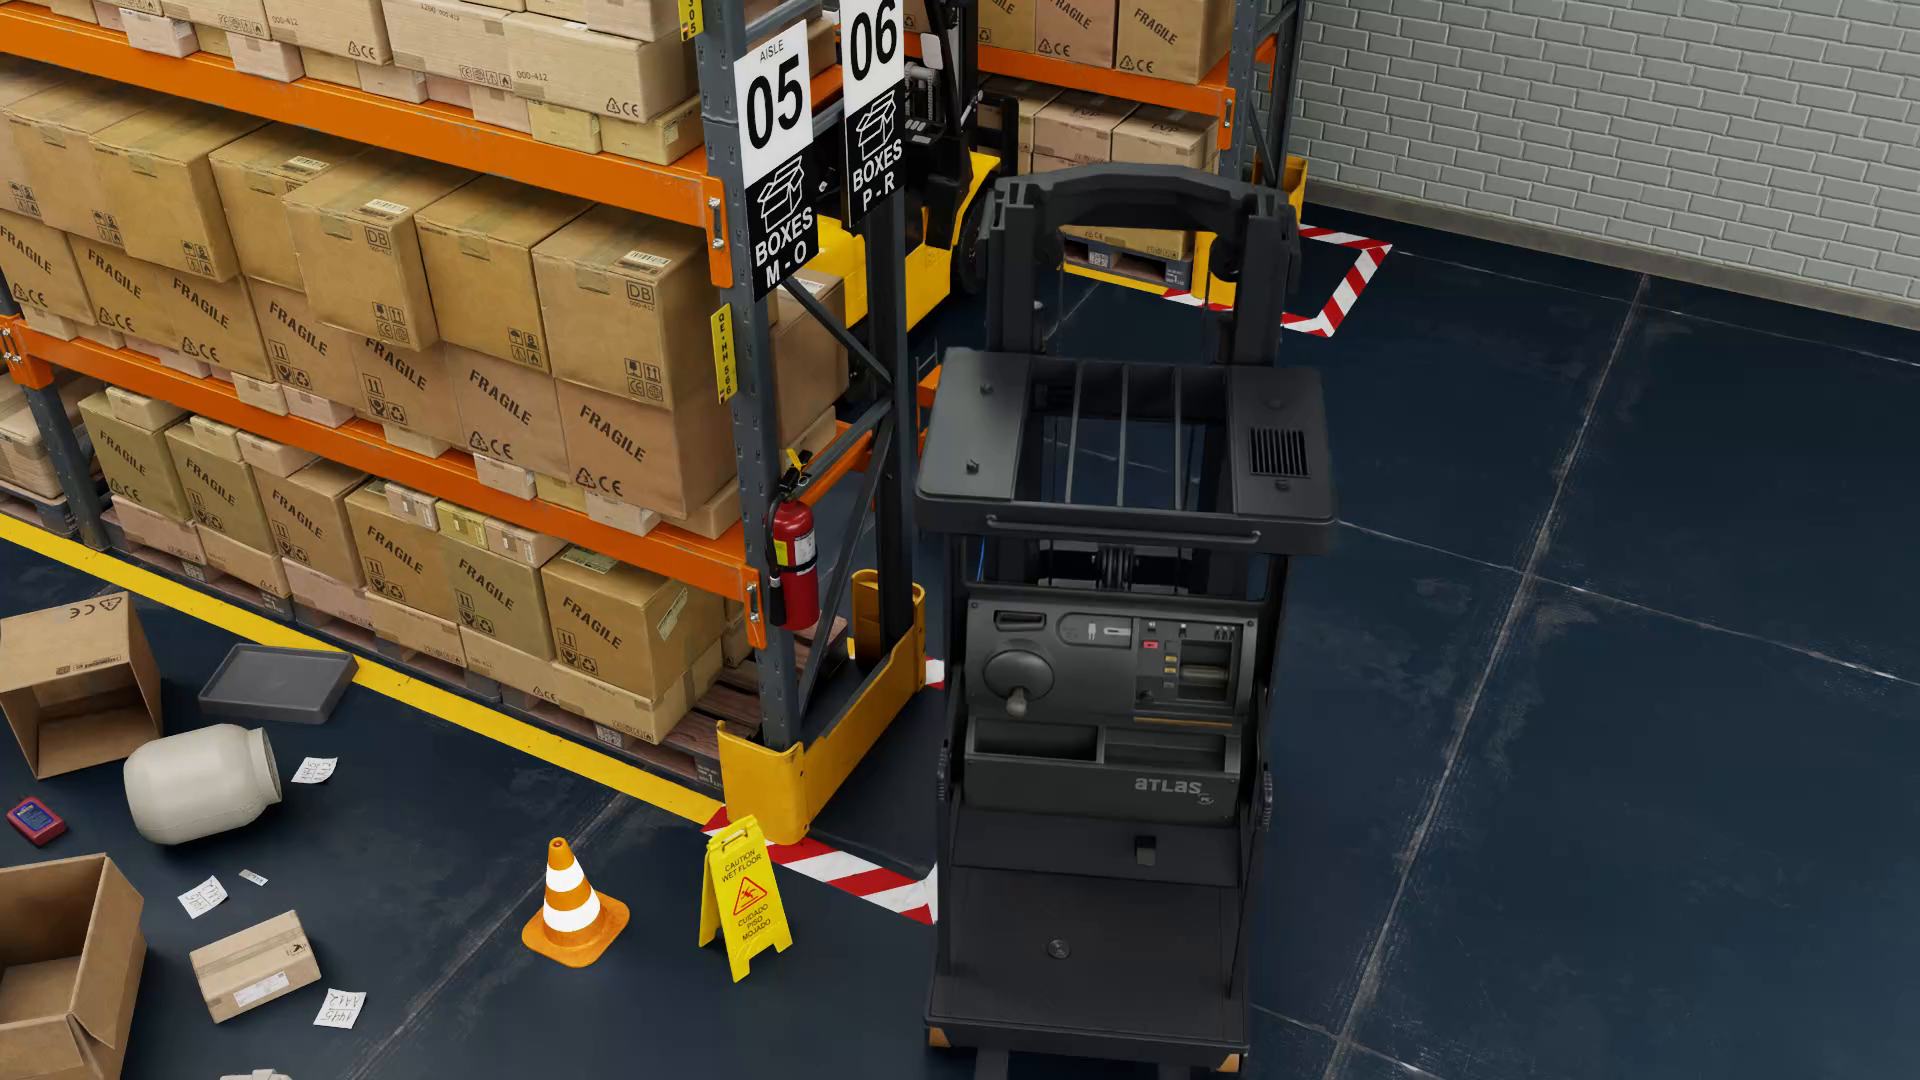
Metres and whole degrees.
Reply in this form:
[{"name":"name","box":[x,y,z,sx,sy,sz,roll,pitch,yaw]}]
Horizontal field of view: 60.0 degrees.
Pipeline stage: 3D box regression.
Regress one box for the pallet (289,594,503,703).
[{"name":"pallet","box":[-2.334,0.204,7.806,1.213,0.211,1.003,17,41,21]}]

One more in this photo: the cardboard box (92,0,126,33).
[{"name":"cardboard box","box":[-2.956,-2.005,6.138,0.250,0.149,0.380,16,40,20]}]

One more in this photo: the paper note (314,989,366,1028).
[{"name":"paper note","box":[-2.237,1.688,6.001,0.142,0.019,0.148,4,37,6]}]

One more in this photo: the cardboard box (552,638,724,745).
[{"name":"cardboard box","box":[-1.345,0.540,6.984,0.500,0.250,0.500,17,40,21]}]

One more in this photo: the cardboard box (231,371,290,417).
[{"name":"cardboard box","box":[-2.770,-0.692,6.889,0.250,0.149,0.380,18,41,22]}]

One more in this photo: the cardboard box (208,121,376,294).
[{"name":"cardboard box","box":[-2.361,-1.326,6.361,0.500,0.500,0.700,17,40,21]}]

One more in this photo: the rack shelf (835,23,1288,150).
[{"name":"rack shelf","box":[0.022,-3.236,10.627,4.000,0.370,1.077,17,41,21]}]

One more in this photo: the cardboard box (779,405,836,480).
[{"name":"cardboard box","box":[-0.688,-0.406,6.512,0.250,0.149,0.380,18,41,22]}]

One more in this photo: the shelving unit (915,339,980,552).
[{"name":"shelving unit","box":[-0.048,-0.433,7.952,0.252,1.050,0.215,17,41,21]}]

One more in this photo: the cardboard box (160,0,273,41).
[{"name":"cardboard box","box":[-2.419,-1.973,5.765,0.500,0.250,0.500,18,41,22]}]

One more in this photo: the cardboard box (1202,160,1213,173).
[{"name":"cardboard box","box":[1.222,-2.205,10.187,0.500,0.250,0.500,17,40,21]}]

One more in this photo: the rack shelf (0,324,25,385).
[{"name":"rack shelf","box":[-5.810,-1.682,8.580,4.000,0.370,1.077,17,41,21]}]

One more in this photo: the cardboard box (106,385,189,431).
[{"name":"cardboard box","box":[-3.551,-0.666,7.416,0.250,0.149,0.380,18,41,22]}]

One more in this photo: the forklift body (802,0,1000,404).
[{"name":"forklift body","box":[-0.725,-2.176,9.338,1.214,2.155,2.313,17,41,21]}]

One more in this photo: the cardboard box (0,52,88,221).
[{"name":"cardboard box","box":[-3.743,-1.731,6.893,0.500,0.500,0.700,17,40,21]}]

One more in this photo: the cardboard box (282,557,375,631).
[{"name":"cardboard box","box":[-2.683,0.113,7.547,0.500,0.250,0.500,17,40,21]}]

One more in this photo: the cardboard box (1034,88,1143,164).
[{"name":"cardboard box","box":[0.789,-2.536,10.210,0.500,0.250,0.500,18,41,22]}]

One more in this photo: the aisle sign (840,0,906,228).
[{"name":"aisle sign","box":[-0.284,-1.485,5.575,0.004,0.787,0.394,17,41,21]}]

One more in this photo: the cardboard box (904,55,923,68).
[{"name":"cardboard box","box":[-0.573,-2.966,10.777,0.500,0.250,0.500,19,41,23]}]

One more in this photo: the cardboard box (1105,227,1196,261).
[{"name":"cardboard box","box":[1.235,-2.000,10.330,0.500,0.250,0.500,18,41,22]}]

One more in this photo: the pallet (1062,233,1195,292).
[{"name":"pallet","box":[1.099,-2.046,10.771,1.213,0.211,1.003,17,41,21]}]

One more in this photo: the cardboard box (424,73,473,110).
[{"name":"cardboard box","box":[-1.578,-1.594,5.596,0.250,0.149,0.380,18,41,22]}]

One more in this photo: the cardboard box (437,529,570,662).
[{"name":"cardboard box","box":[-1.778,0.103,6.940,0.500,0.500,0.500,19,41,23]}]

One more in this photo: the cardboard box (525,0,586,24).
[{"name":"cardboard box","box":[-1.129,-1.741,5.130,0.250,0.149,0.380,18,41,22]}]

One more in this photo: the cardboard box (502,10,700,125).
[{"name":"cardboard box","box":[-1.060,-1.552,5.210,0.500,0.250,0.500,17,40,21]}]

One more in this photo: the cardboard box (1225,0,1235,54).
[{"name":"cardboard box","box":[1.485,-3.293,10.025,0.500,0.500,0.500,19,41,23]}]

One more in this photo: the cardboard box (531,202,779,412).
[{"name":"cardboard box","box":[-1.036,-0.882,5.775,0.500,0.500,0.700,16,40,20]}]

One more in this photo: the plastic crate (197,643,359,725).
[{"name":"plastic crate","box":[-3.017,0.627,7.358,0.583,0.080,0.402,4,37,6]}]

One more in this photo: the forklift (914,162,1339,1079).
[{"name":"forklift","box":[0.464,0.466,5.212,1.130,2.935,3.031,4,37,5]}]

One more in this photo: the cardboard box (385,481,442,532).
[{"name":"cardboard box","box":[-2.125,-0.224,6.835,0.250,0.149,0.380,19,41,23]}]

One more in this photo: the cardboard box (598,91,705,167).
[{"name":"cardboard box","box":[-0.927,-1.344,5.267,0.250,0.149,0.380,18,41,22]}]

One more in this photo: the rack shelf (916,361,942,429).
[{"name":"rack shelf","box":[-0.048,-0.651,7.787,0.240,0.259,0.215,17,41,21]}]

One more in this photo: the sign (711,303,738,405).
[{"name":"sign","box":[-0.755,-0.595,5.334,0.005,0.325,0.100,17,41,21]}]

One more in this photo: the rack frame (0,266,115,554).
[{"name":"rack frame","box":[-4.034,-1.413,7.630,0.127,3.000,1.000,17,41,21]}]

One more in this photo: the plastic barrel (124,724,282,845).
[{"name":"plastic barrel","box":[-3.012,0.964,6.630,0.512,0.421,0.421,-14,39,-18]}]

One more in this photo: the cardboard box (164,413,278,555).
[{"name":"cardboard box","box":[-3.153,-0.332,7.513,0.500,0.500,0.500,19,41,23]}]

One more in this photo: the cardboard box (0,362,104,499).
[{"name":"cardboard box","box":[-4.501,-0.678,8.488,0.625,0.372,0.950,18,41,22]}]

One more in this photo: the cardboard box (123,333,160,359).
[{"name":"cardboard box","box":[-3.404,-0.953,7.232,0.250,0.149,0.380,17,40,21]}]

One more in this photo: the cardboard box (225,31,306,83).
[{"name":"cardboard box","box":[-2.312,-1.747,5.798,0.250,0.149,0.380,17,40,21]}]

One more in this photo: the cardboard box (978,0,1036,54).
[{"name":"cardboard box","box":[0.328,-3.294,10.025,0.500,0.500,0.500,17,40,21]}]

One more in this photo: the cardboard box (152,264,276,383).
[{"name":"cardboard box","box":[-2.875,-1.025,6.791,0.500,0.500,0.500,17,40,21]}]

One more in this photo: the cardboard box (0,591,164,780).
[{"name":"cardboard box","box":[-3.708,0.610,7.030,0.500,0.500,0.500,-14,39,-18]}]

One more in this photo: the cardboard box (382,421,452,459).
[{"name":"cardboard box","box":[-2.080,-0.508,6.646,0.250,0.149,0.380,17,40,21]}]

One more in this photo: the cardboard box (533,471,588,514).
[{"name":"cardboard box","box":[-1.406,-0.283,6.350,0.250,0.149,0.380,17,40,21]}]

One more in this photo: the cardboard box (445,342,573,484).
[{"name":"cardboard box","box":[-1.533,-0.603,6.235,0.500,0.500,0.500,17,41,22]}]
